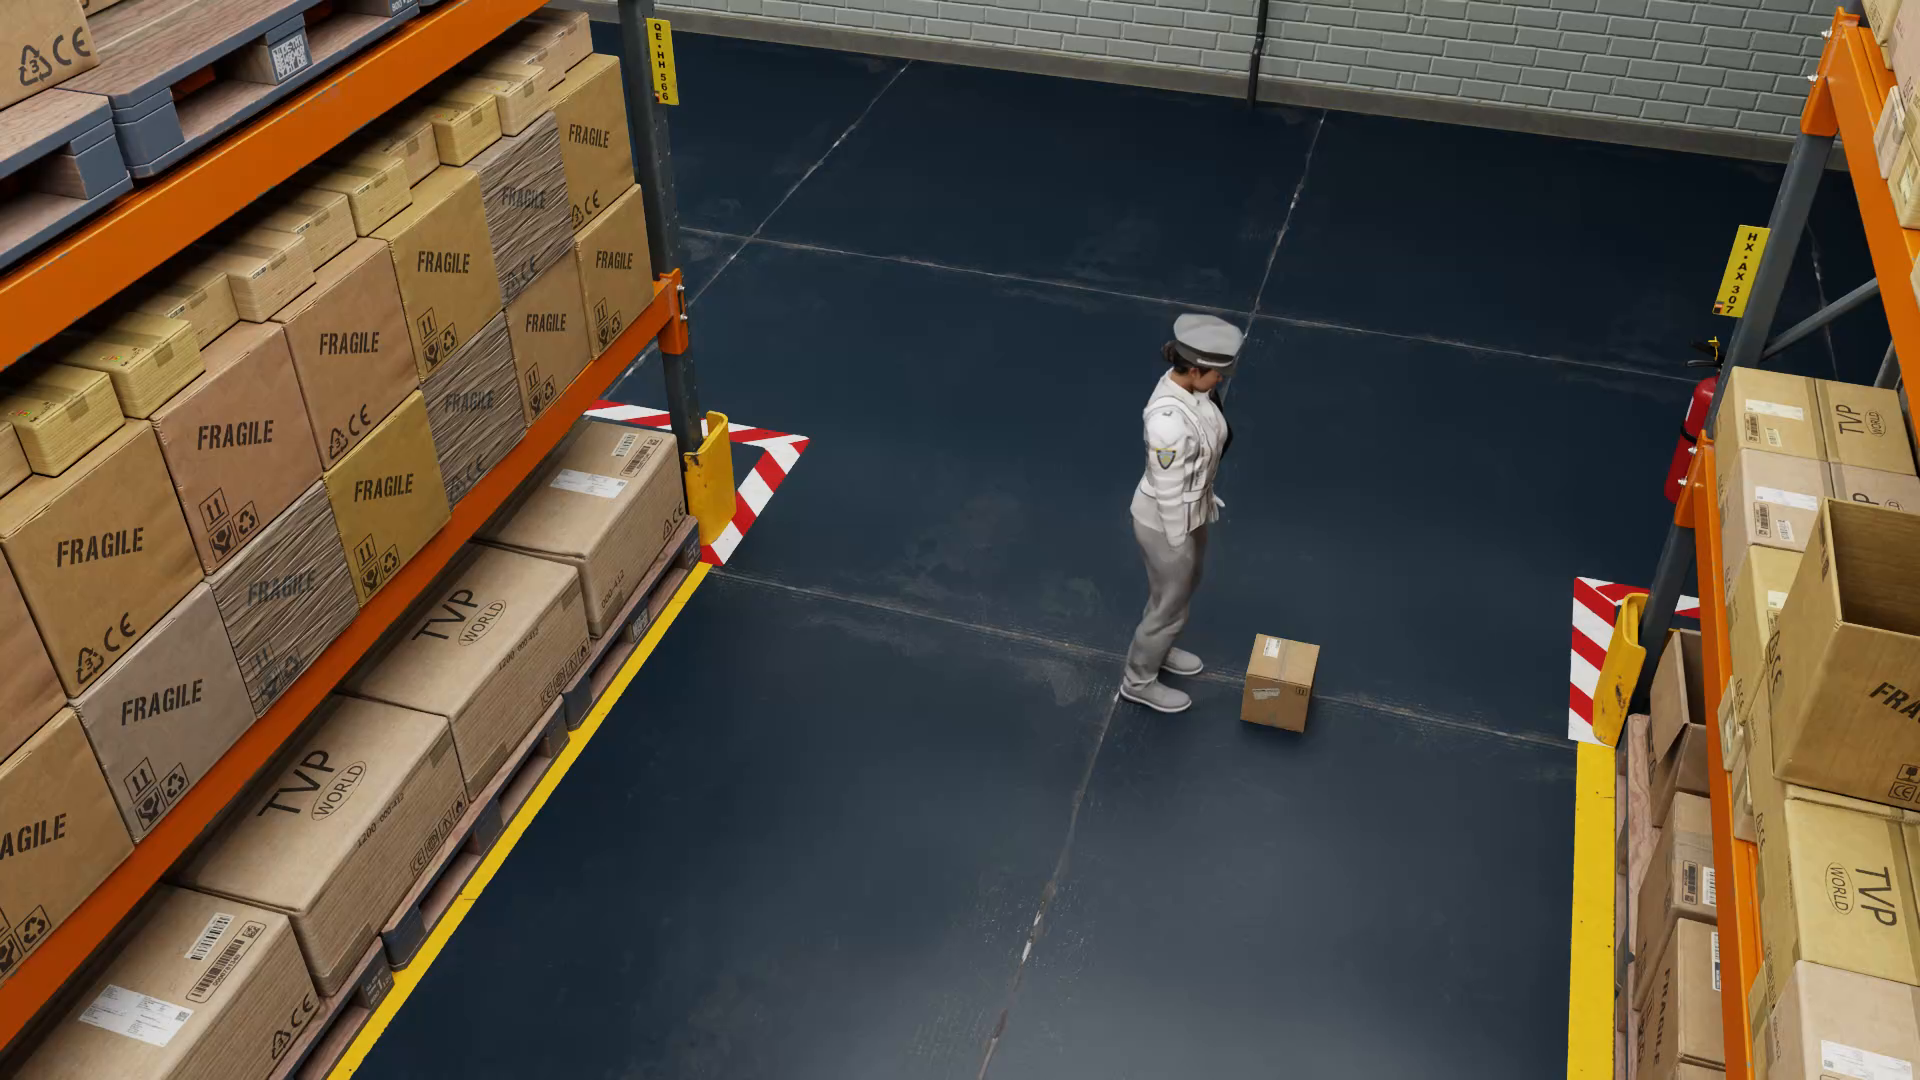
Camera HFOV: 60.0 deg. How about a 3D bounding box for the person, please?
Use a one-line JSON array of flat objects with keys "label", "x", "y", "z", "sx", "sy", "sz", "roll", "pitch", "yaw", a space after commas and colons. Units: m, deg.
[{"label": "person", "x": 0.822, "y": -0.094, "z": 6.286, "sx": 0.338, "sy": 1.659, "sz": 0.476, "roll": 12, "pitch": 39, "yaw": 15}]
